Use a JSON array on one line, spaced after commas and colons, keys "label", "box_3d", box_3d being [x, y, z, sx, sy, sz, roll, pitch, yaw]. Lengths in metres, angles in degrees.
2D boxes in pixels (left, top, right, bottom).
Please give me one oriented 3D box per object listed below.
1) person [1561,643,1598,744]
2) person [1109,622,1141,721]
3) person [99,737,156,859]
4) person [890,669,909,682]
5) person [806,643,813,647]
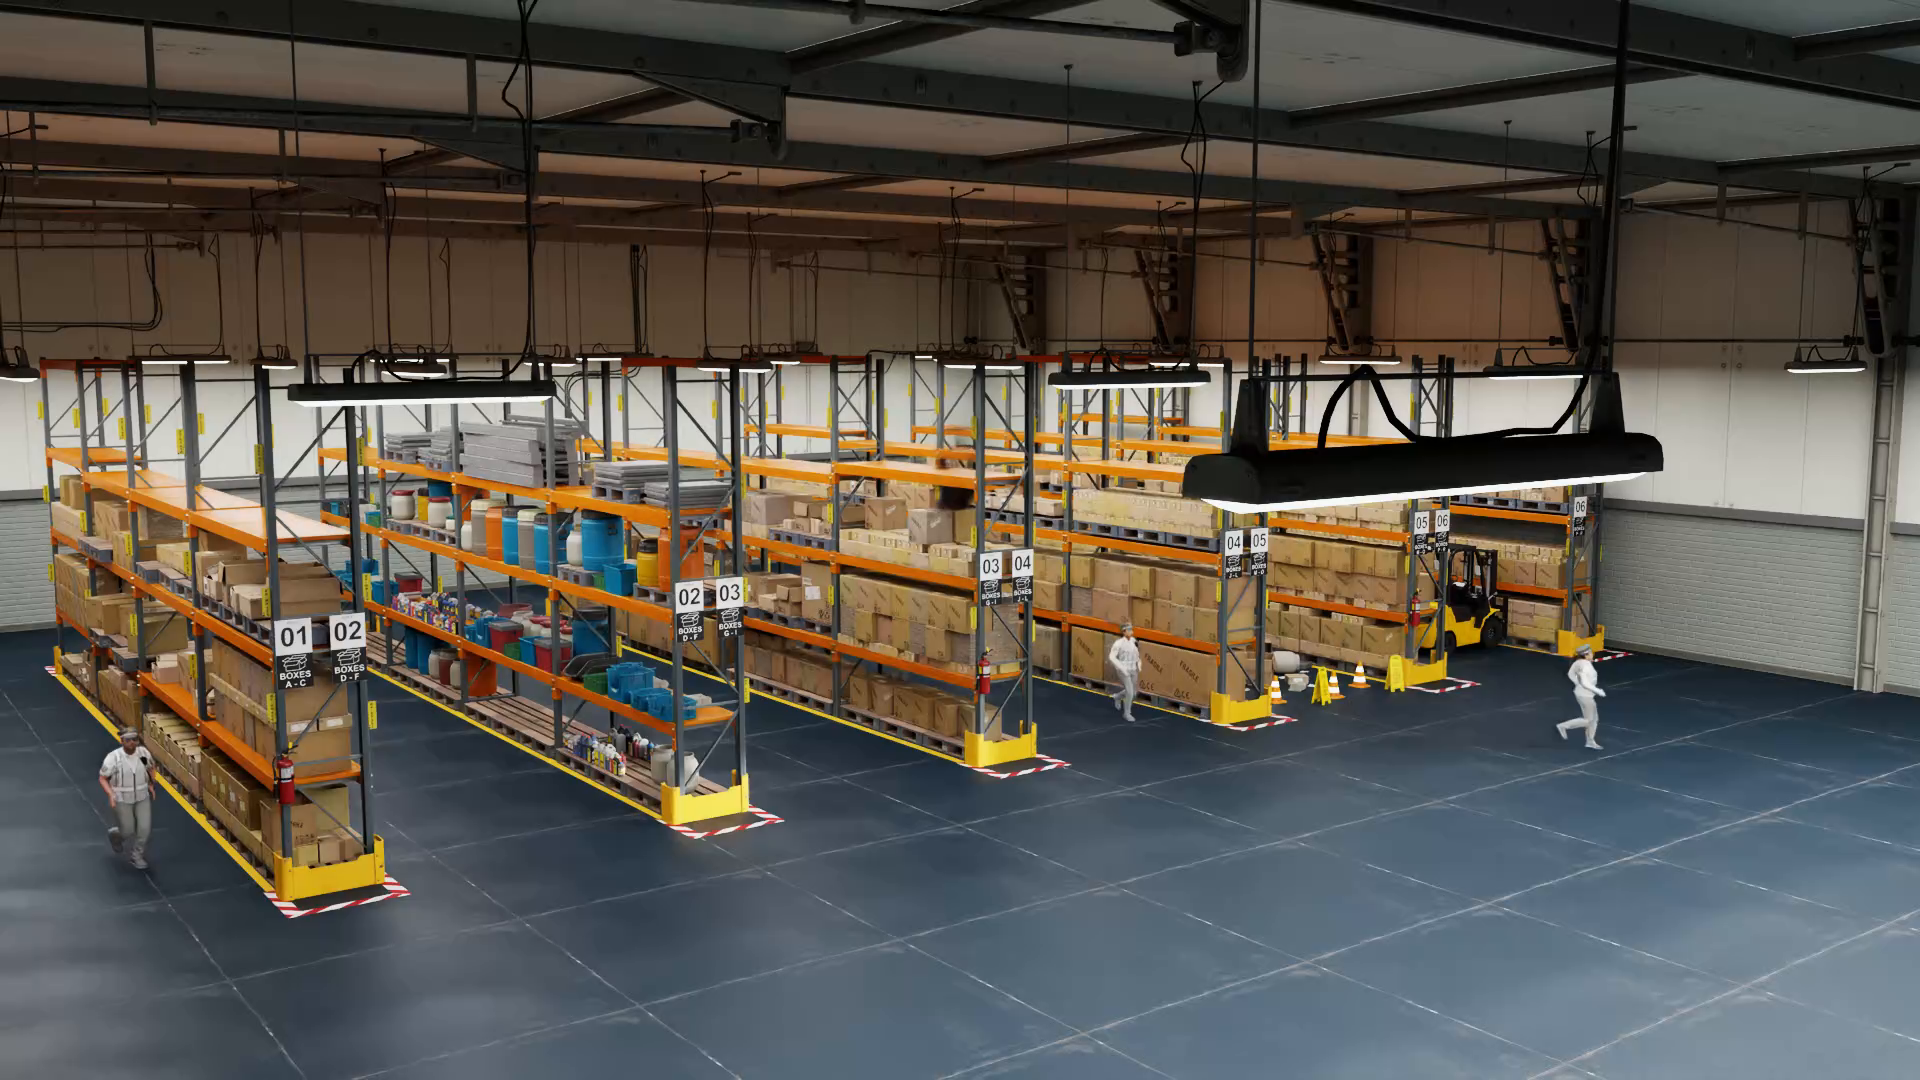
[{"label": "person", "box_3d": [9.626, 2.385, 25.801, 0.604, 1.601, 0.372, 1, 7, 6]}, {"label": "person", "box_3d": [2.759, 2.174, 27.896, 0.648, 1.659, 0.586, -5, 9, -37]}, {"label": "person", "box_3d": [-10.009, 3.059, 20.045, 0.593, 1.585, 0.650, 7, 10, 44]}, {"label": "person", "box_3d": [-1.068, 1.826, 30.788, 0.608, 1.631, 0.596, -5, 9, -37]}, {"label": "person", "box_3d": [-2.669, 1.511, 32.429, 0.667, 1.227, 0.790, -4, 8, -31]}]
